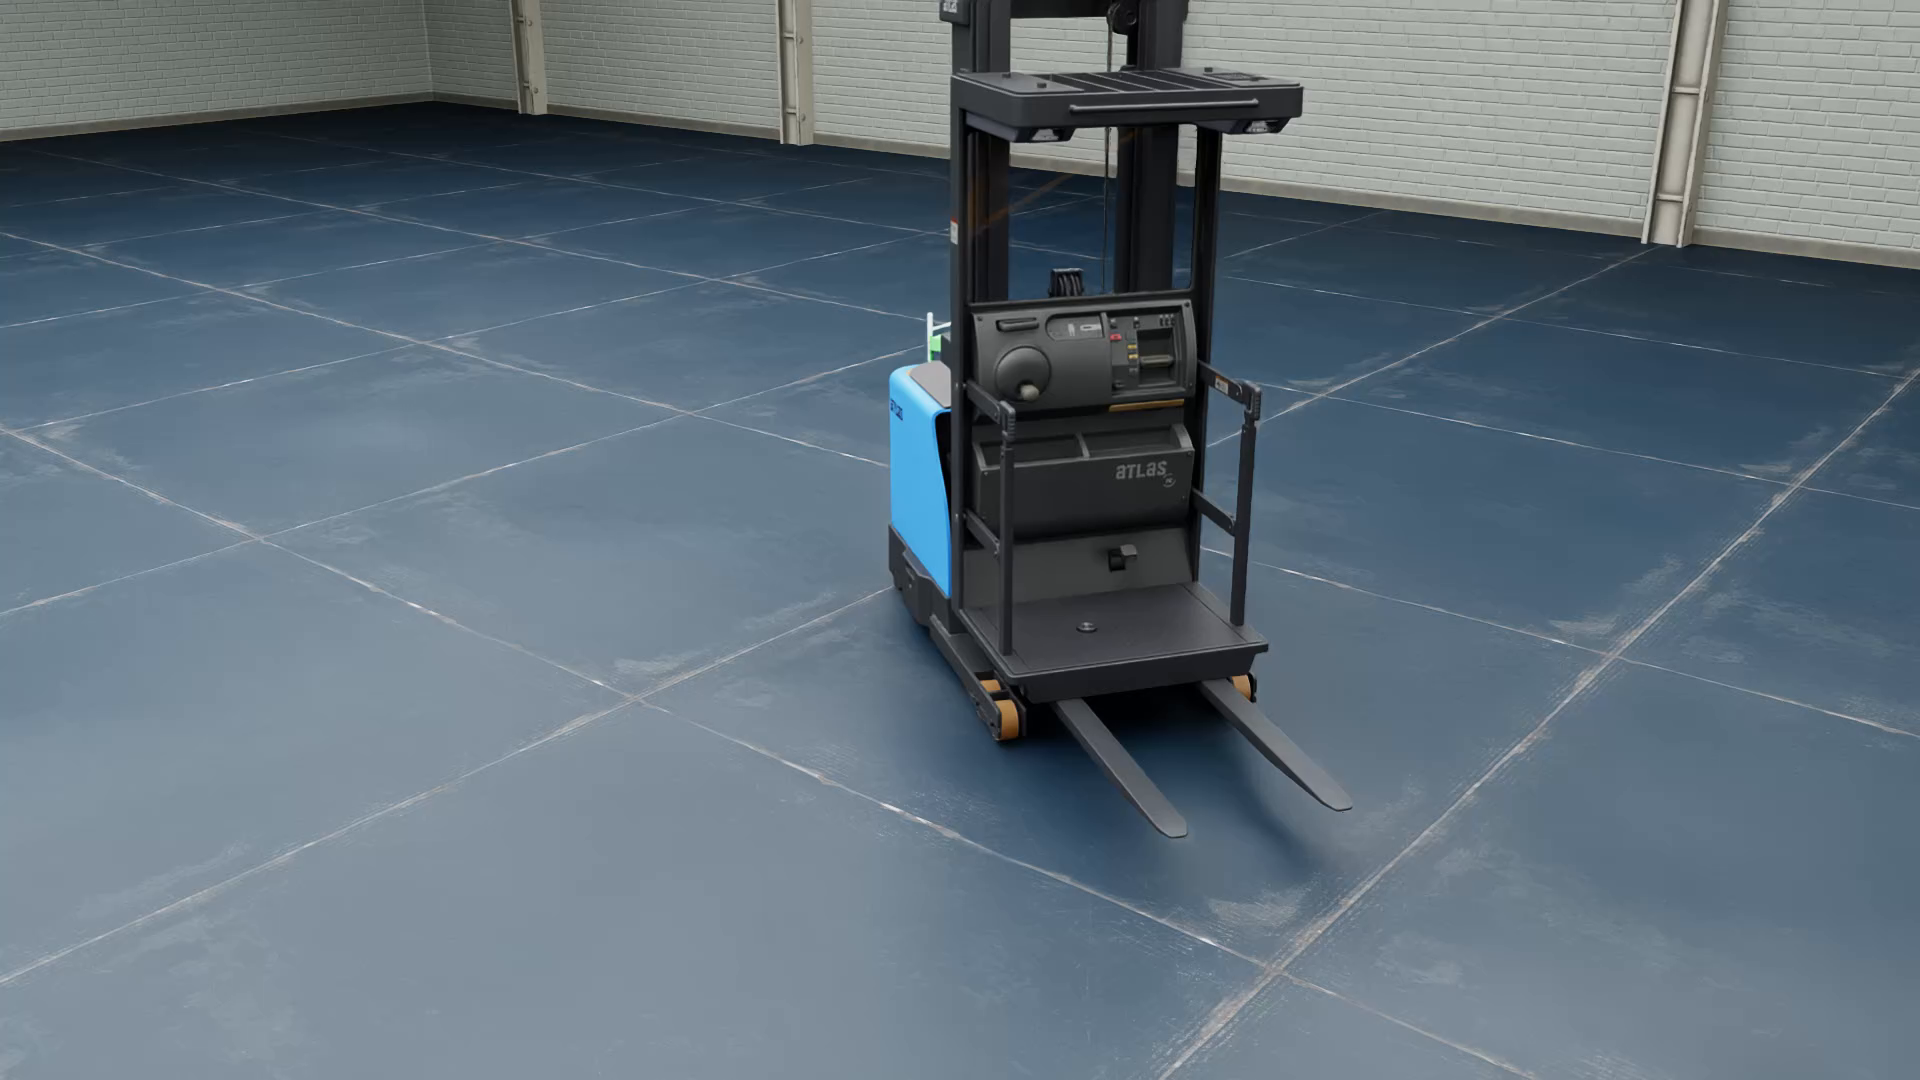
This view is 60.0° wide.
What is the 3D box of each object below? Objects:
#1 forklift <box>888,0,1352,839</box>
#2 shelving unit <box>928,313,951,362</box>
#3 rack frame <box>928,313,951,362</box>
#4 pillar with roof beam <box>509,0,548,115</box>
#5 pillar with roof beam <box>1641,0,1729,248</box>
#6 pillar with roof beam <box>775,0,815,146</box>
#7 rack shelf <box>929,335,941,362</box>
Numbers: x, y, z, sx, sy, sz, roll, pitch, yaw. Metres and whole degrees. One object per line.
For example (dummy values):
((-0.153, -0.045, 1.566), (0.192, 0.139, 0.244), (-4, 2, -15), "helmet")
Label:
((0.571, -0.733, 6.458), (1.130, 2.935, 3.031), (-6, 22, -16), "forklift")
((0.110, -0.542, 8.405), (0.503, 1.200, 0.258), (16, 26, 36), "shelving unit")
((-0.080, -0.596, 8.547), (0.015, 1.200, 0.240), (16, 26, 36), "rack frame")
((-9.672, -9.992, 22.410), (0.400, 9.000, 9.100), (16, 26, 36), "pillar with roof beam")
((4.273, -5.976, 11.761), (0.400, 9.000, 9.100), (16, 26, 36), "pillar with roof beam")
((-5.024, -8.653, 18.861), (0.400, 9.000, 9.100), (16, 26, 36), "pillar with roof beam")
((0.110, -0.931, 8.258), (0.480, 0.148, 0.258), (16, 26, 36), "rack shelf")
